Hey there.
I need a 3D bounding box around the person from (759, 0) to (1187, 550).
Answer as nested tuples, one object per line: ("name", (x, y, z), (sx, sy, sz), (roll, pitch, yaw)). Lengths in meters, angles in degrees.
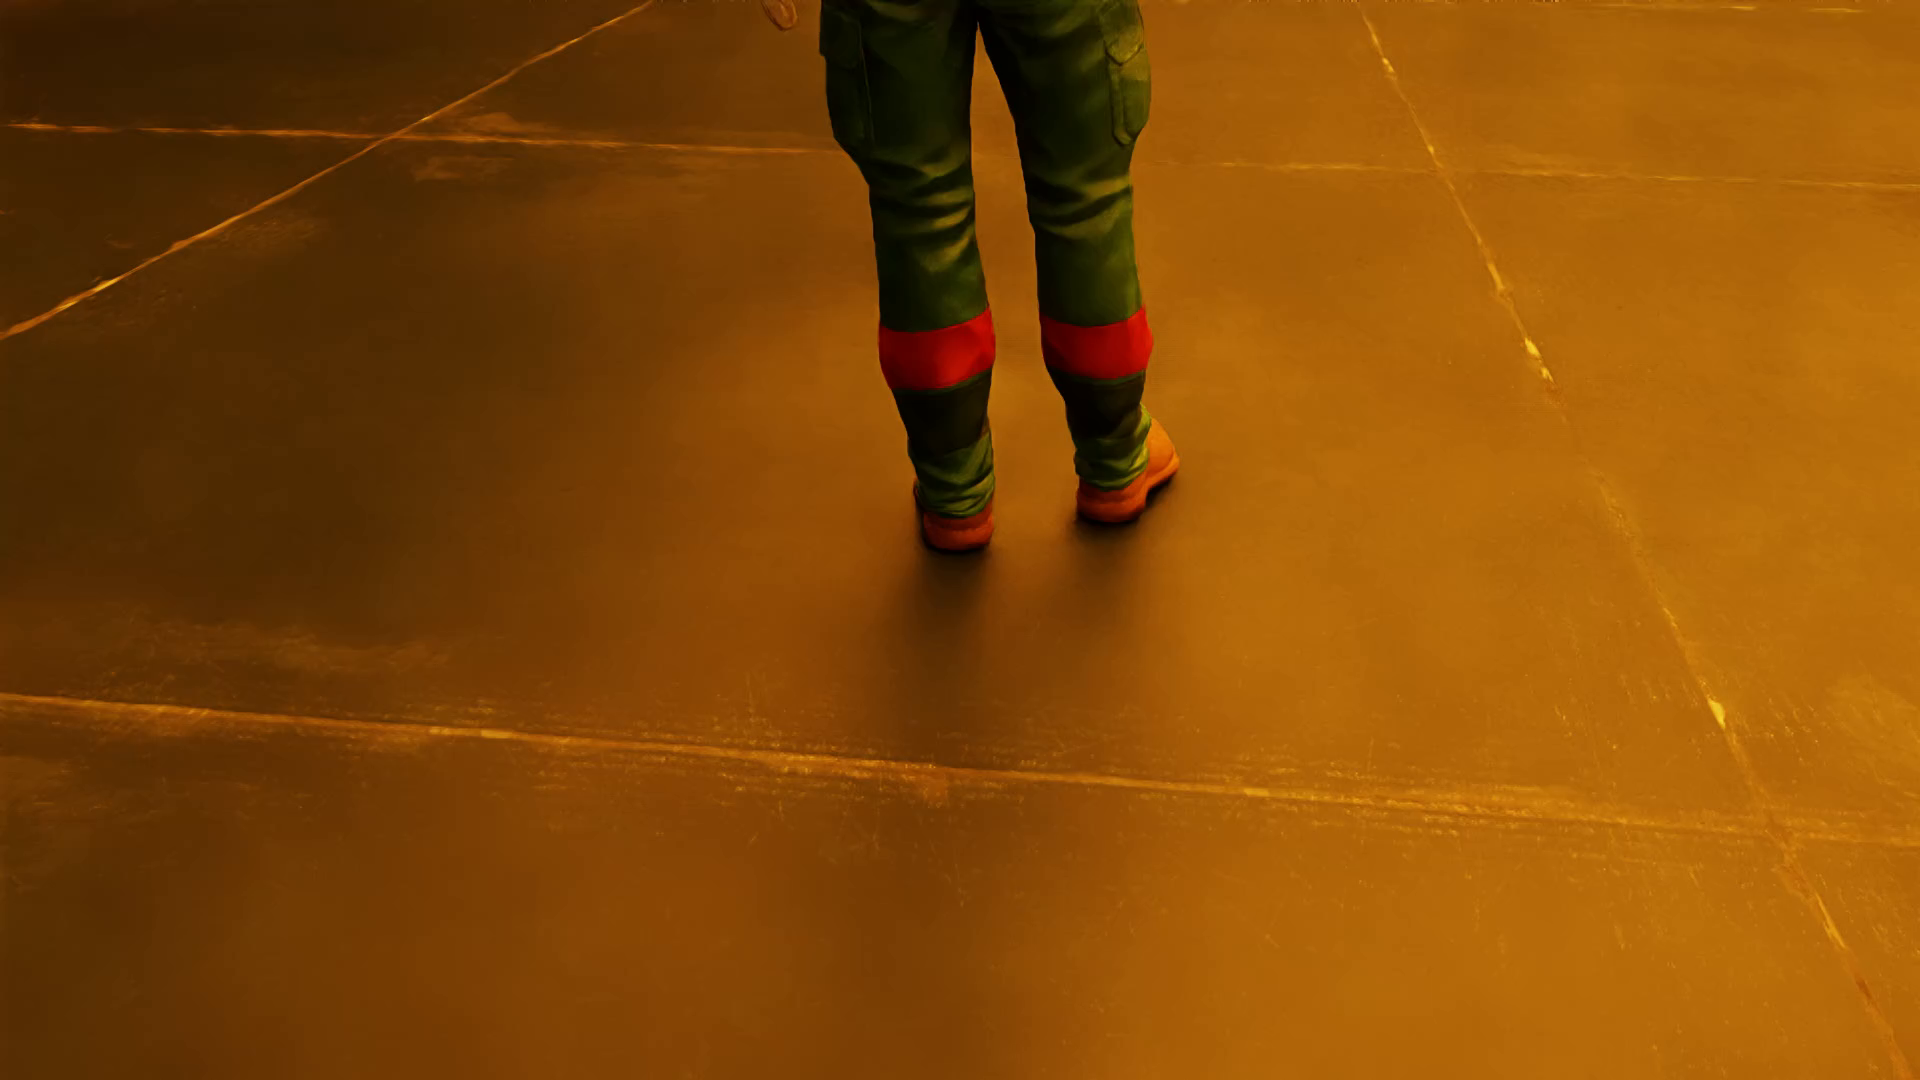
("person", (0.022, -0.842, 2.167), (0.637, 1.787, 0.563), (3, 27, 7))
